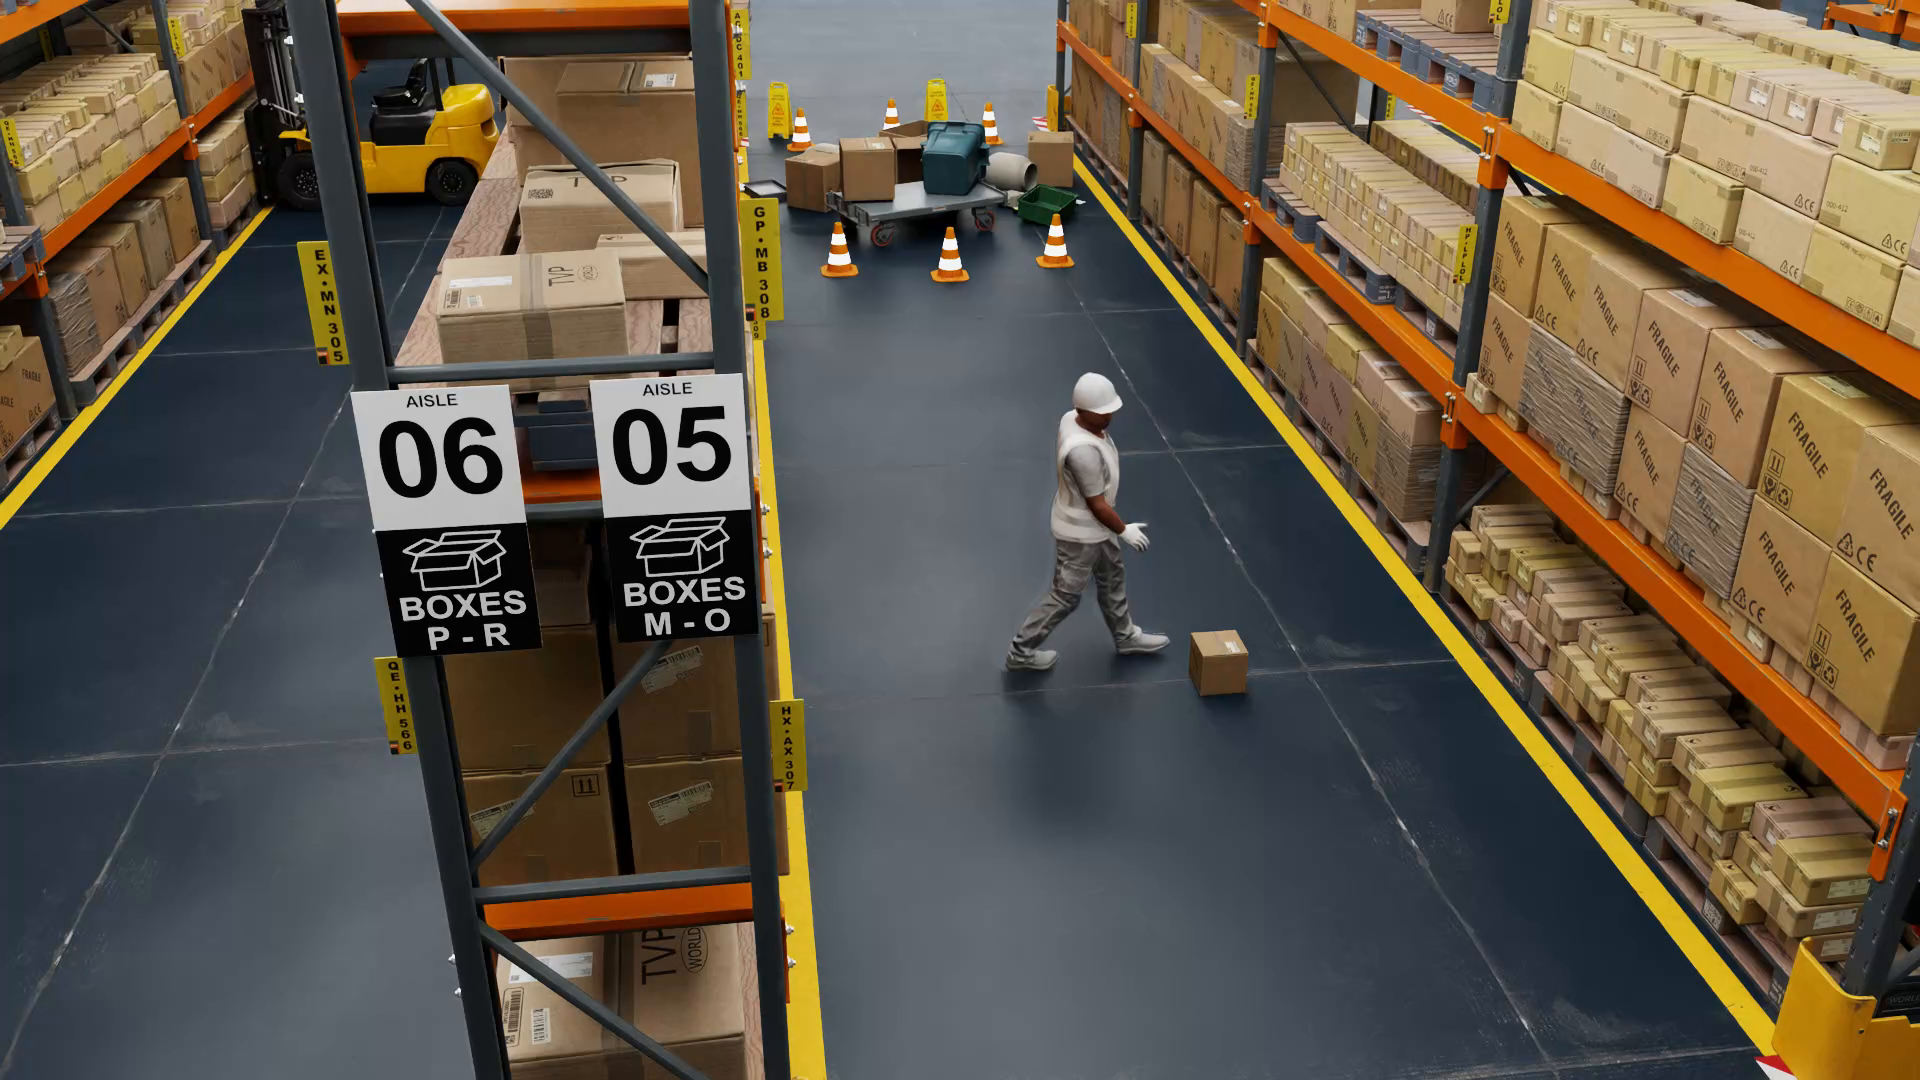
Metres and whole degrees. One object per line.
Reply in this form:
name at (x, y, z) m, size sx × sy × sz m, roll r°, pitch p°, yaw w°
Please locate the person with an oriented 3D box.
person at (0.706, -0.073, 8.766) m, size 0.910 × 1.747 × 0.564 m, roll 2°, pitch 27°, yaw 3°
